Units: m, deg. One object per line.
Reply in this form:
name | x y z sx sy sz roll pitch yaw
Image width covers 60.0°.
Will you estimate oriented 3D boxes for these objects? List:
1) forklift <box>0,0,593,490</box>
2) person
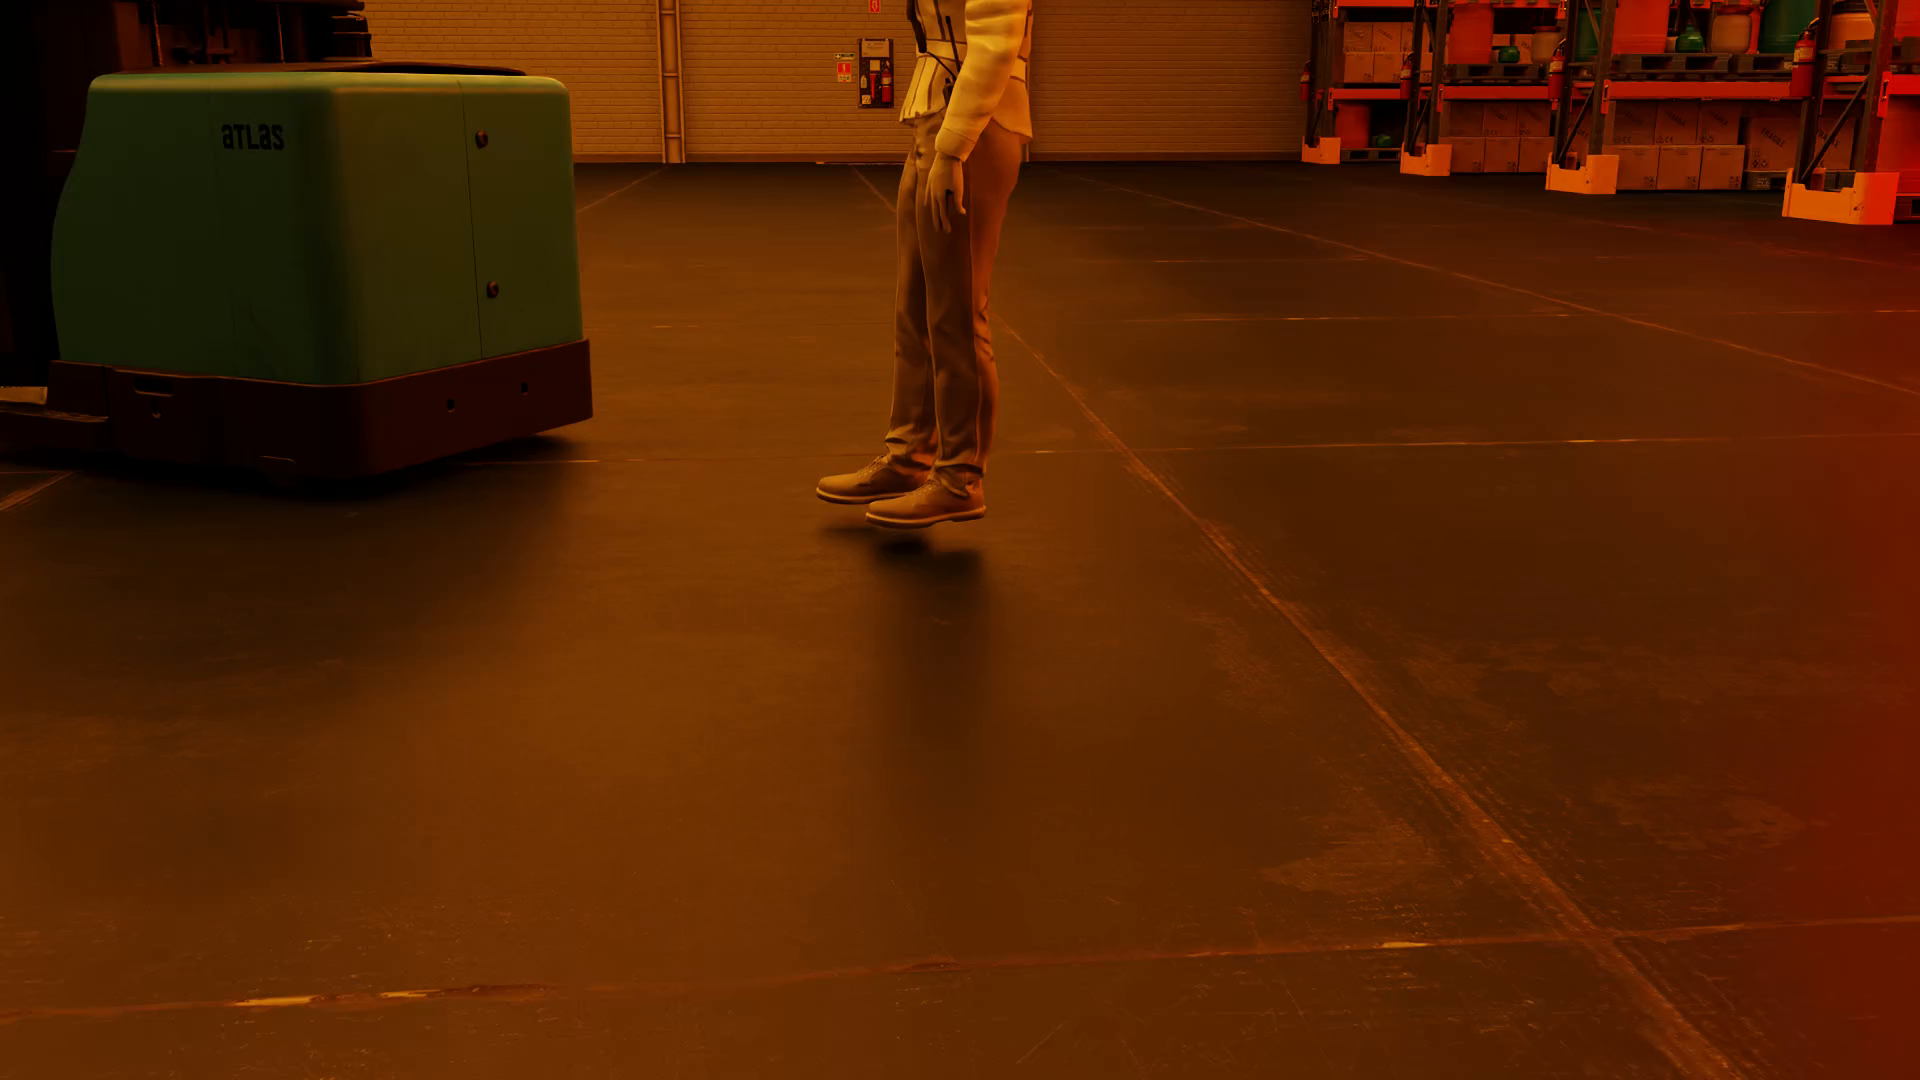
forklift | -2.679 -1.782 4.950 3.031 2.935 1.130 7 16 25
person | -0.069 -0.865 3.708 0.531 1.694 0.586 -1 15 -5
